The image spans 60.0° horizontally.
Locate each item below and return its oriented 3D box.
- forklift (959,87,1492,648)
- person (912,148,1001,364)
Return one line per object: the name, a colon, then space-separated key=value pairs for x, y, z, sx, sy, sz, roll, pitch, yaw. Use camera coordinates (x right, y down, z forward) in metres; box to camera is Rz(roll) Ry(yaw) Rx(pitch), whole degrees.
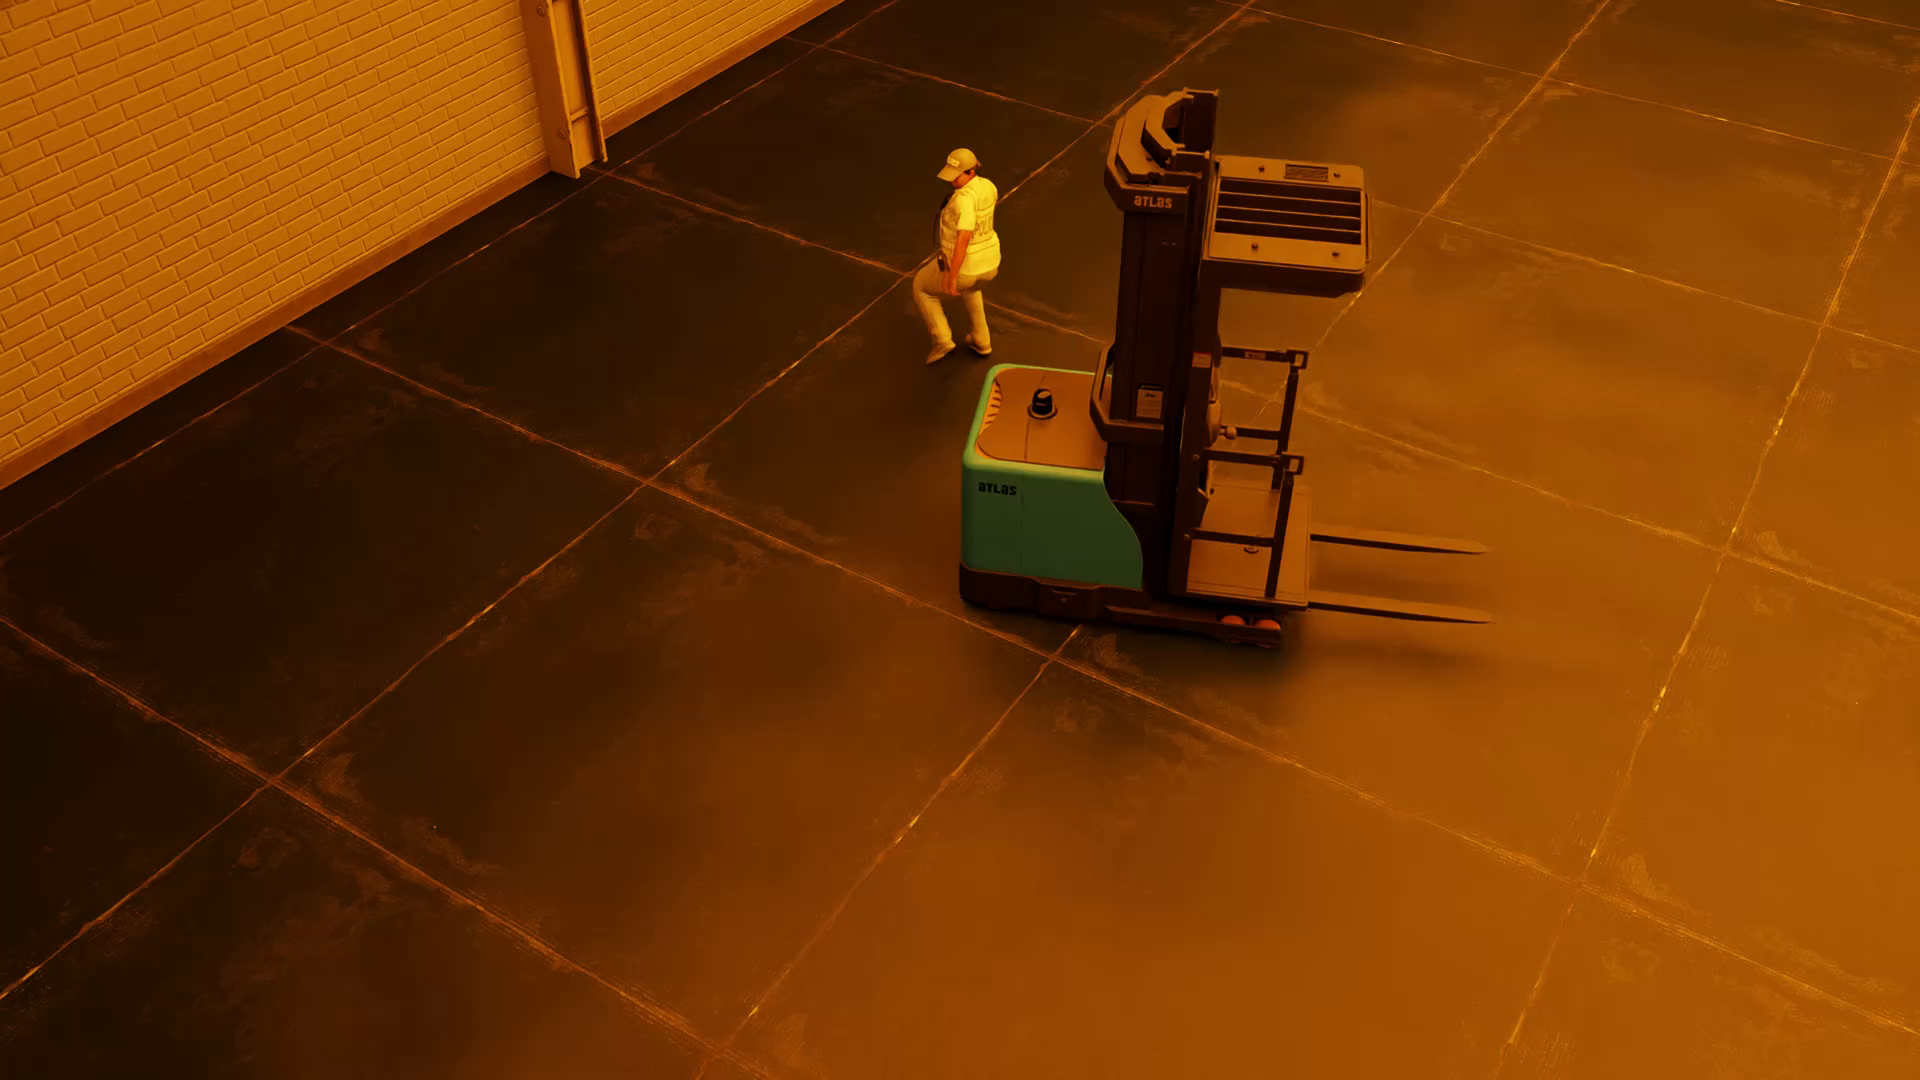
forklift: x=1.562 y=-0.876 z=9.000 sx=3.031 sy=2.935 sz=1.130 roll=7 pitch=41 yaw=8
person: x=0.002 y=-1.914 z=11.287 sx=0.706 sy=1.583 sz=0.619 roll=-32 pitch=50 yaw=-32
